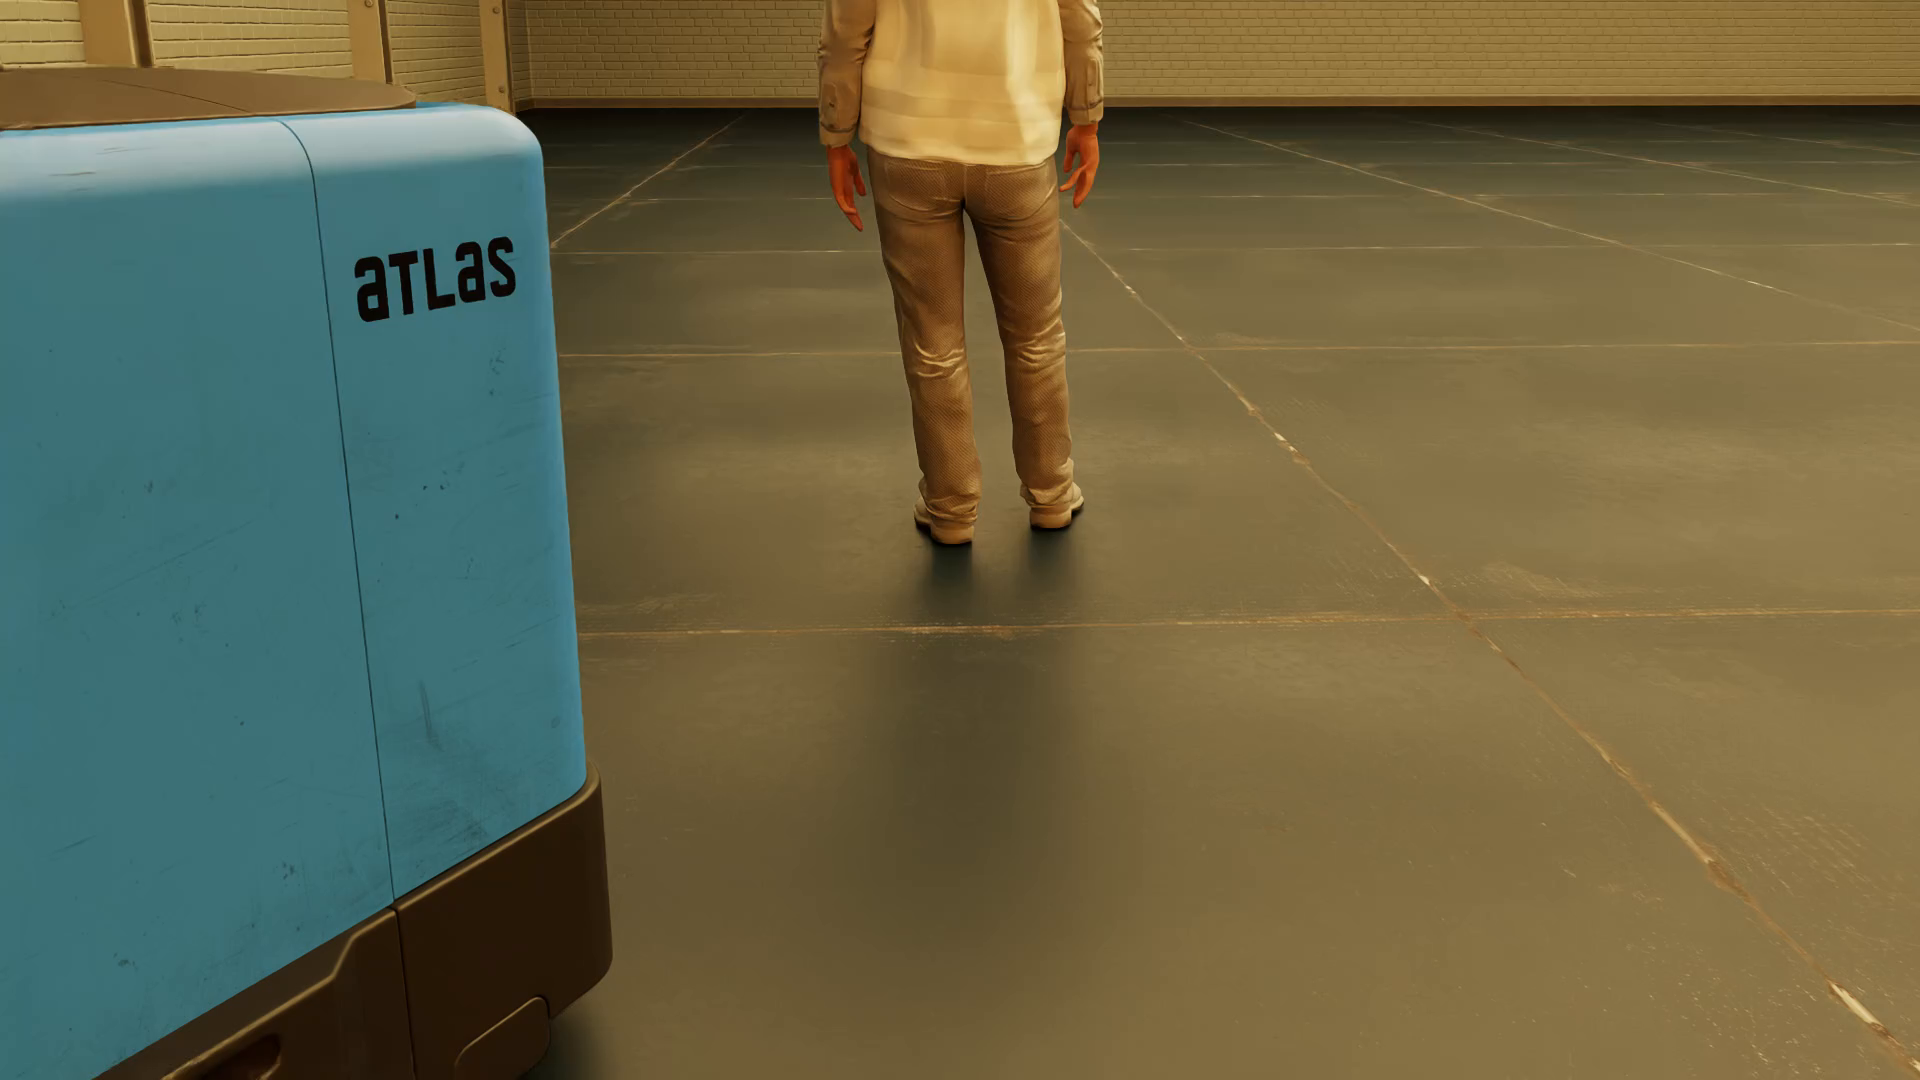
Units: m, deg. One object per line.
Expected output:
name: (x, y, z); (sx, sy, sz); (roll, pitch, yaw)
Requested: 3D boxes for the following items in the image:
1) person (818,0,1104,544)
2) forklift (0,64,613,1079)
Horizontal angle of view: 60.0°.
person: (0.005, -0.873, 3.716); (0.632, 1.773, 0.568); (-1, 17, -3)
forklift: (-1.553, -0.514, 0.587); (1.130, 2.935, 3.031); (9, 19, 26)
